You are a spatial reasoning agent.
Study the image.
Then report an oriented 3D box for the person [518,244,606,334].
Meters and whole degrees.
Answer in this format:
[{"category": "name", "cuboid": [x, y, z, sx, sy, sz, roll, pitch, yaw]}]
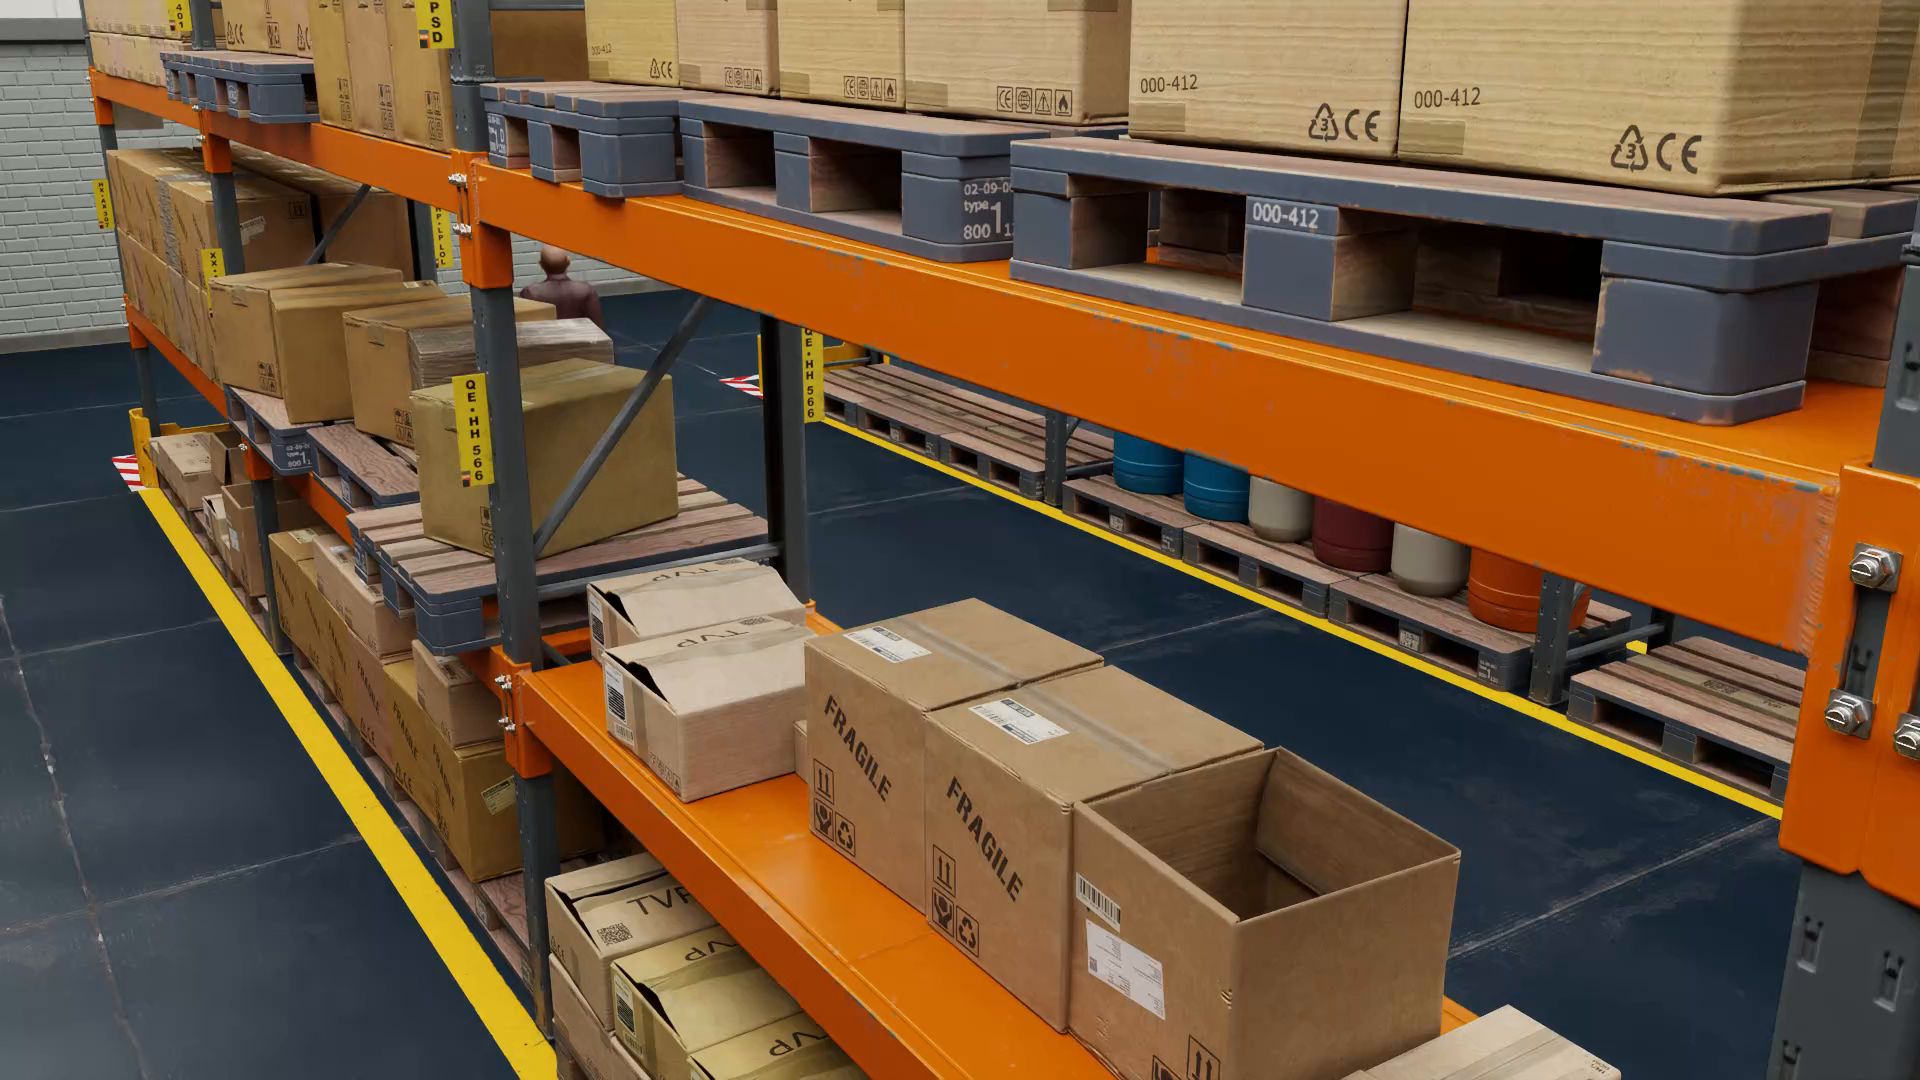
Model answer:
[{"category": "person", "cuboid": [-2.706, -1.144, 11.098, 0.568, 1.725, 1.079, -11, 21, -31]}]
